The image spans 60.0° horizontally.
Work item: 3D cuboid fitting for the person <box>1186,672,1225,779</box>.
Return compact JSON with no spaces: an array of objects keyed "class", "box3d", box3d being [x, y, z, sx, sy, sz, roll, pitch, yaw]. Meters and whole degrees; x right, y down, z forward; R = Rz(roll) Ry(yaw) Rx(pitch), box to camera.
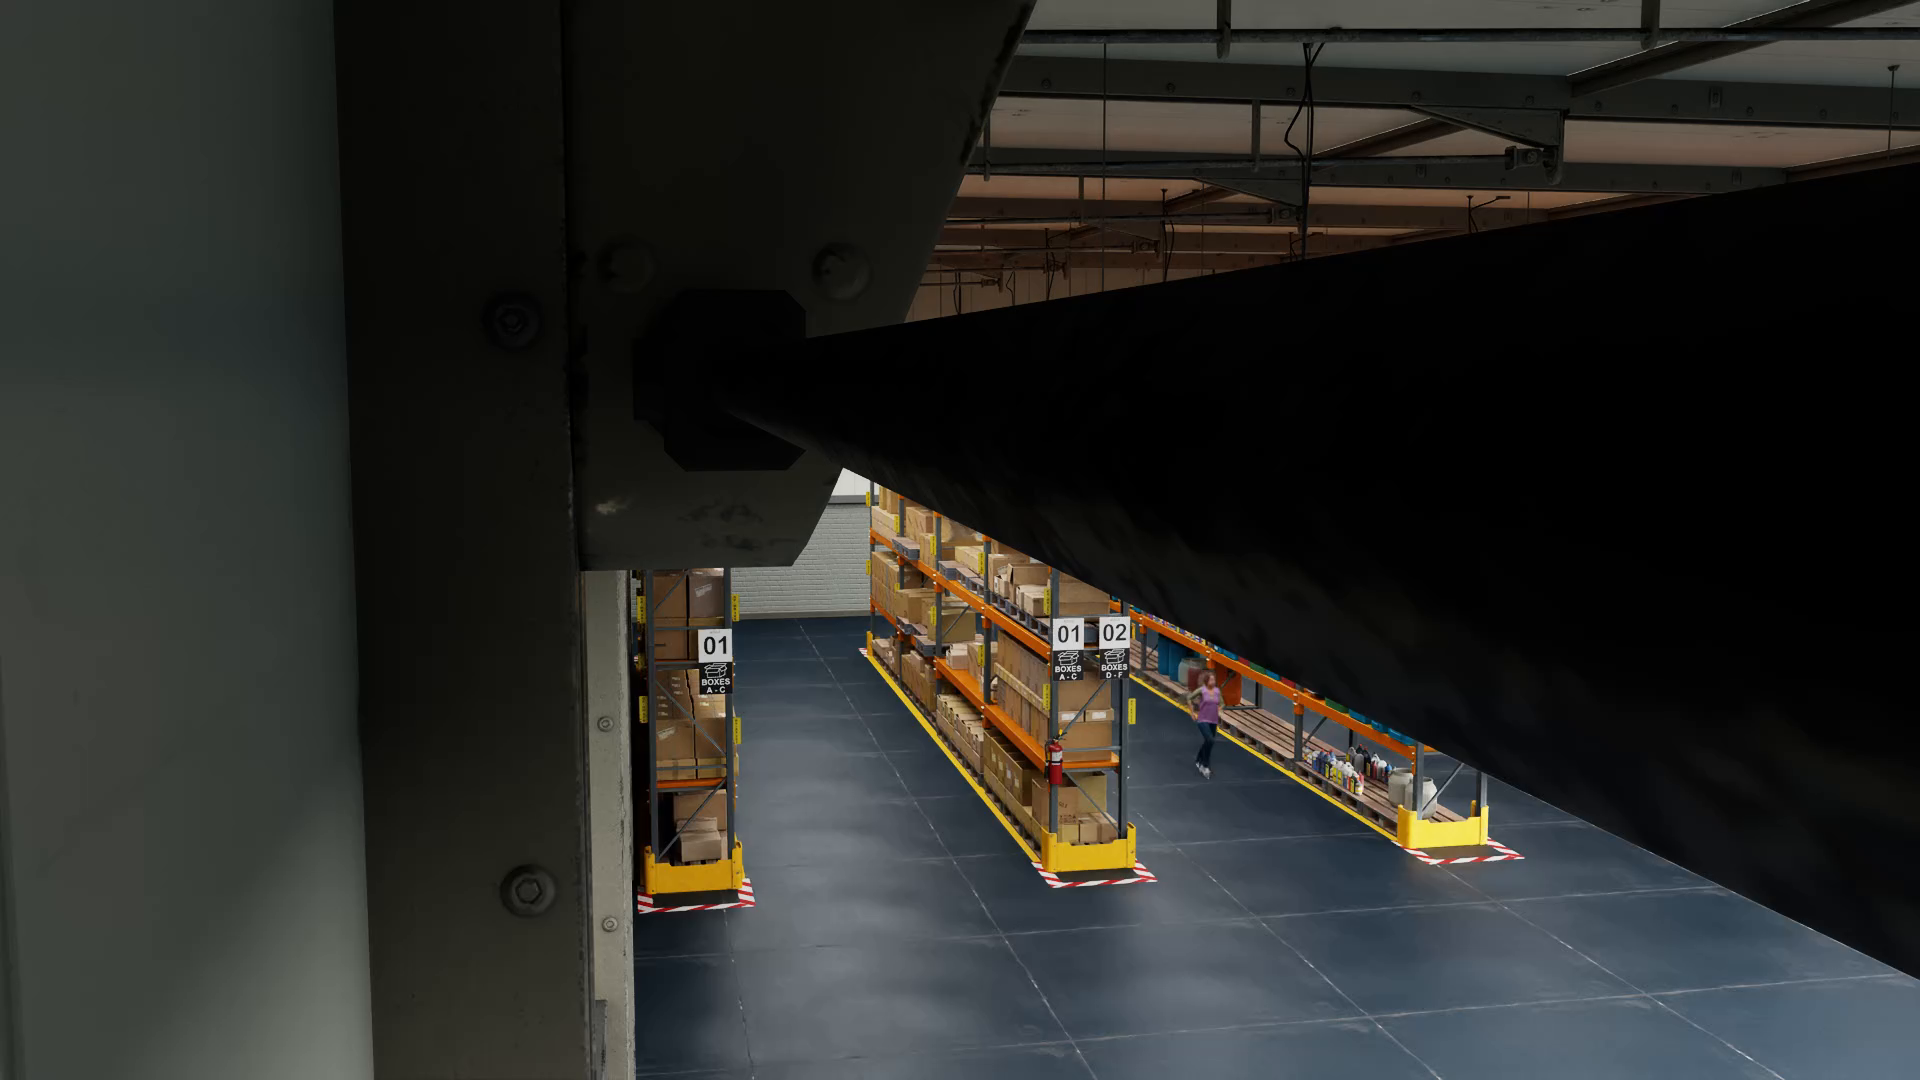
[{"class":"person","box3d":[3.837,2.848,25.741,0.515,1.622,0.663,-3,7,-23]}]
